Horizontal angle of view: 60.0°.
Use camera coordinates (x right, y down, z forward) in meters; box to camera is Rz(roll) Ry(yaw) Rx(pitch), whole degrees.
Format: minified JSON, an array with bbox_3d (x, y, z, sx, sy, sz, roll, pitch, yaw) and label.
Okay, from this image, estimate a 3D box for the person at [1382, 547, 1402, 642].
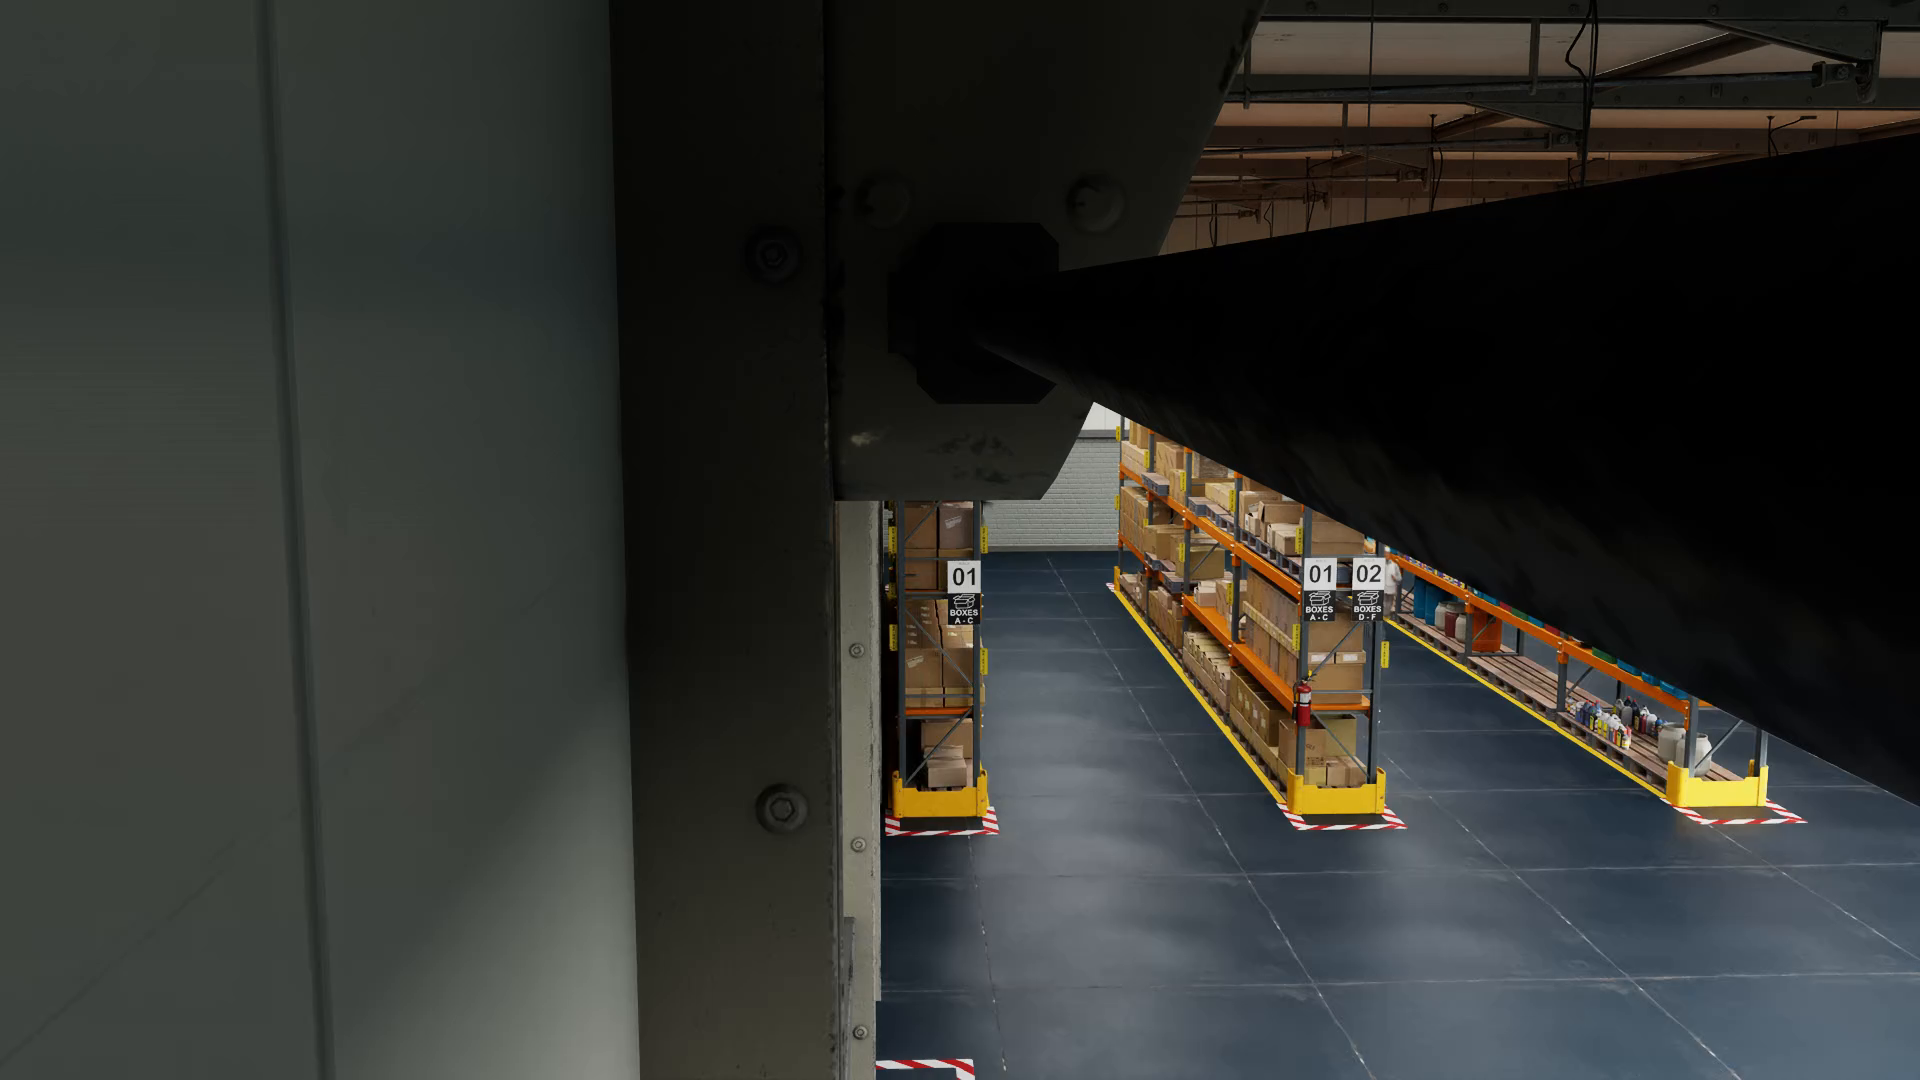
[{"bbox_3d":[7.874,0.992,30.920,0.643,1.796,0.901,-1,8,-5],"label":"person"}]
